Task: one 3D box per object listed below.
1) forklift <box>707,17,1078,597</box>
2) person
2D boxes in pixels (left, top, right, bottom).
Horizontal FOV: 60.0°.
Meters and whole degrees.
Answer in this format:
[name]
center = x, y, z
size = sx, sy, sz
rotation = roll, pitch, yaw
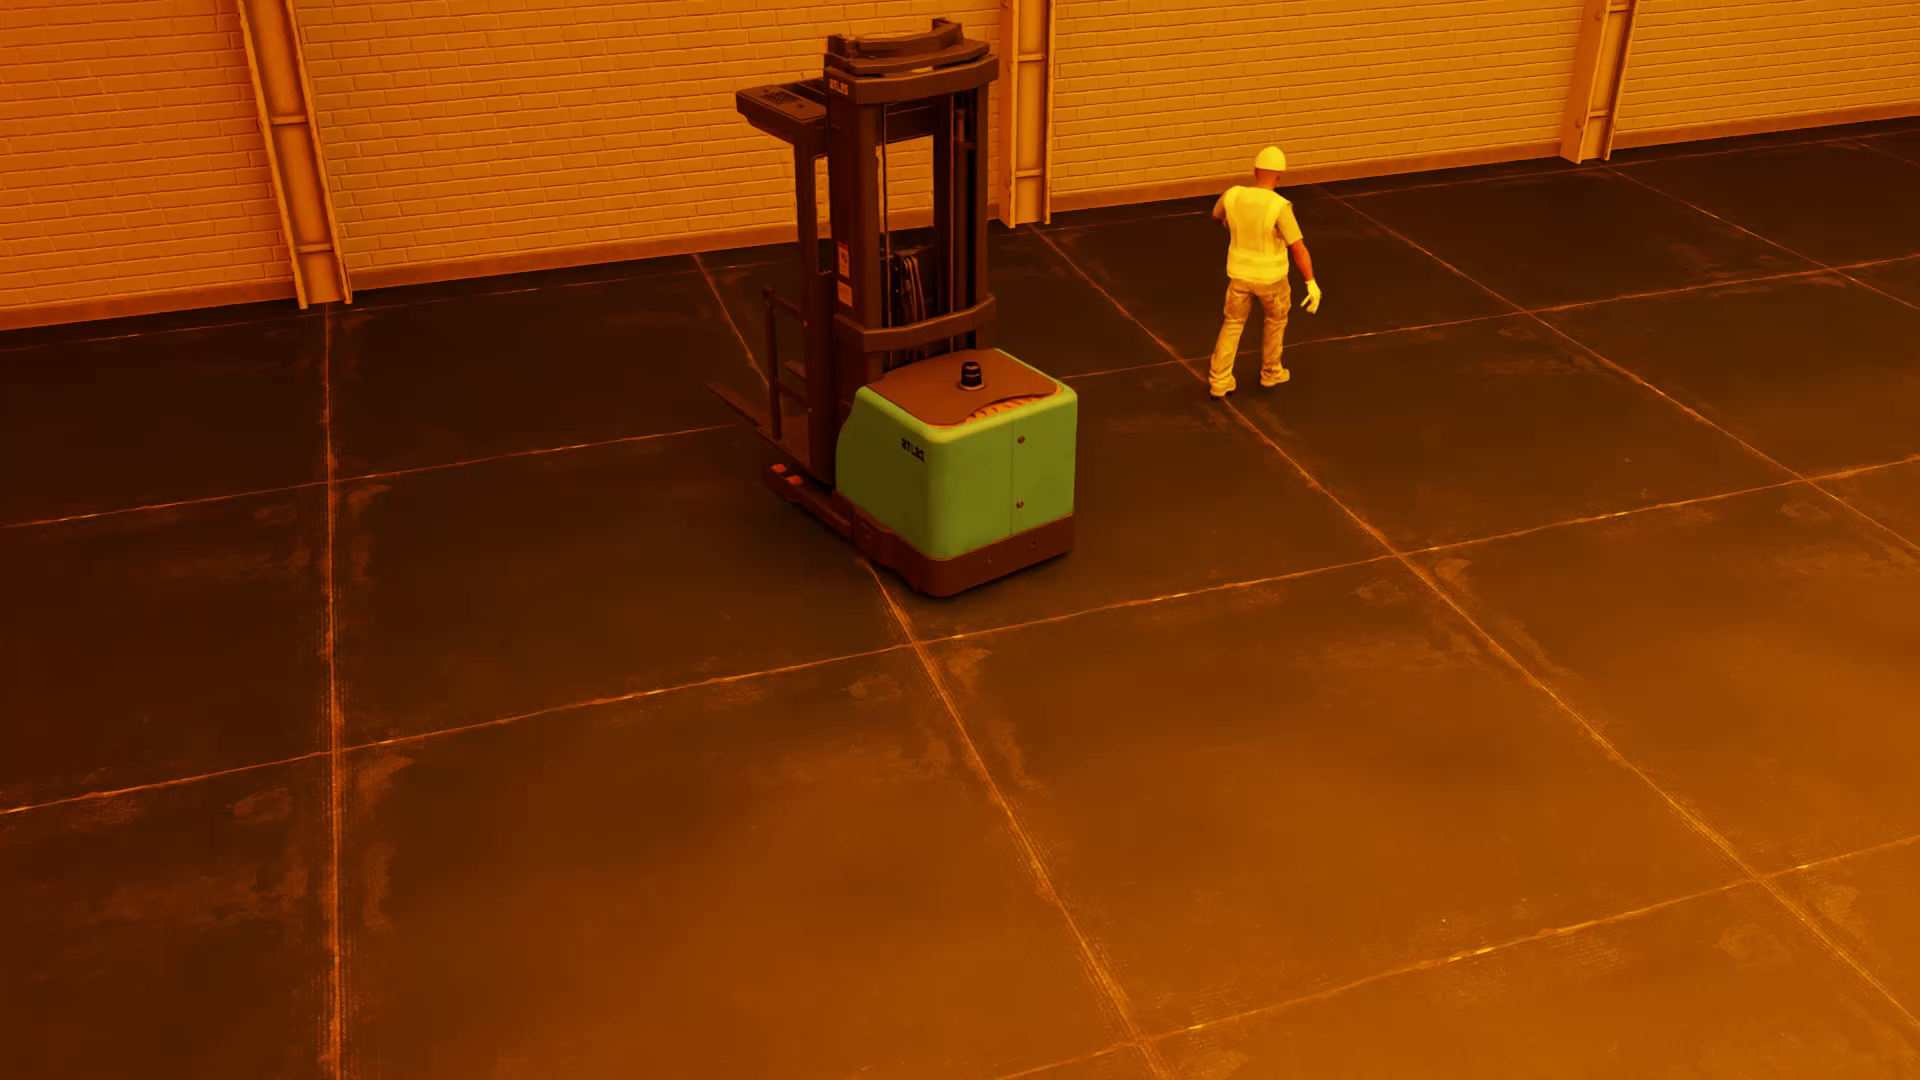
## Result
[forklift]
center = -0.587, -1.634, 9.926
size = 1.130, 2.935, 3.031
rotation = -20, 35, -30
[person]
center = 2.111, -1.853, 11.498
size = 1.014, 1.760, 0.768
rotation = 20, 36, 31
